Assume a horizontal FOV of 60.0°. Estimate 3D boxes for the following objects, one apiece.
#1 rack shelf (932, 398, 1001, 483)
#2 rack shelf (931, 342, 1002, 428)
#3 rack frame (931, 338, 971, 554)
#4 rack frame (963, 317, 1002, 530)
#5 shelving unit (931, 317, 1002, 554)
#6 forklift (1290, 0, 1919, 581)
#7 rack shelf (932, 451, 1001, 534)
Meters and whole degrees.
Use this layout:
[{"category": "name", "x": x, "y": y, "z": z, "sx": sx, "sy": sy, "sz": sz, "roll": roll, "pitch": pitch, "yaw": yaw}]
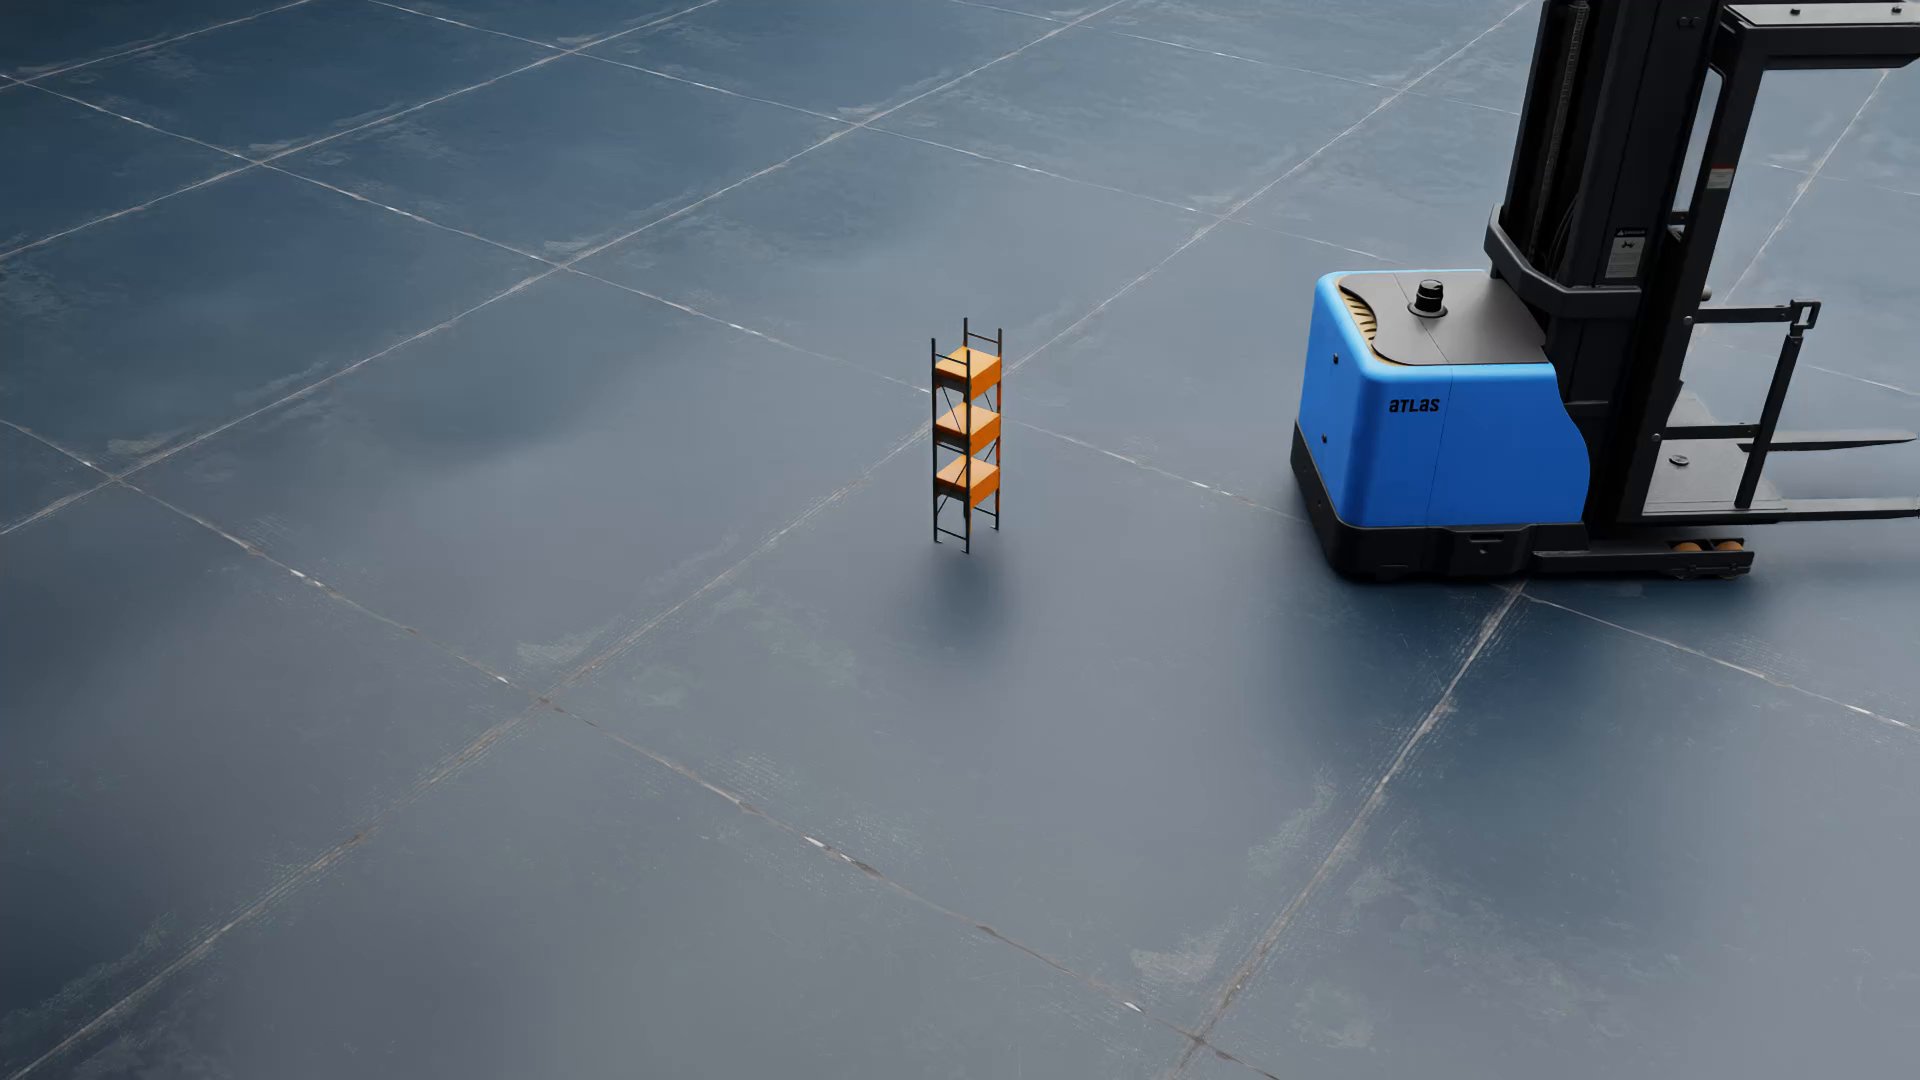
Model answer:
[{"category": "rack shelf", "x": 0.031, "y": -0.451, "z": 7.498, "sx": 0.215, "sy": 0.259, "sz": 0.240, "roll": 21, "pitch": 39, "yaw": 28}, {"category": "rack shelf", "x": 0.031, "y": -0.686, "z": 7.339, "sx": 0.215, "sy": 0.259, "sz": 0.240, "roll": 21, "pitch": 39, "yaw": 28}, {"category": "rack frame", "x": -0.039, "y": -0.403, "z": 7.409, "sx": 0.200, "sy": 1.050, "sz": 0.008, "roll": 21, "pitch": 39, "yaw": 28}, {"category": "rack frame", "x": 0.100, "y": -0.516, "z": 7.575, "sx": 0.200, "sy": 1.050, "sz": 0.008, "roll": 21, "pitch": 39, "yaw": 28}, {"category": "shelving unit", "x": 0.031, "y": -0.460, "z": 7.492, "sx": 0.215, "sy": 1.050, "sz": 0.252, "roll": 21, "pitch": 39, "yaw": 28}, {"category": "forklift", "x": 3.157, "y": -1.332, "z": 7.104, "sx": 3.031, "sy": 2.935, "sz": 1.130, "roll": -1, "pitch": 34, "yaw": -2}, {"category": "rack shelf", "x": 0.031, "y": -0.221, "z": 7.654, "sx": 0.215, "sy": 0.259, "sz": 0.240, "roll": 21, "pitch": 39, "yaw": 28}]
